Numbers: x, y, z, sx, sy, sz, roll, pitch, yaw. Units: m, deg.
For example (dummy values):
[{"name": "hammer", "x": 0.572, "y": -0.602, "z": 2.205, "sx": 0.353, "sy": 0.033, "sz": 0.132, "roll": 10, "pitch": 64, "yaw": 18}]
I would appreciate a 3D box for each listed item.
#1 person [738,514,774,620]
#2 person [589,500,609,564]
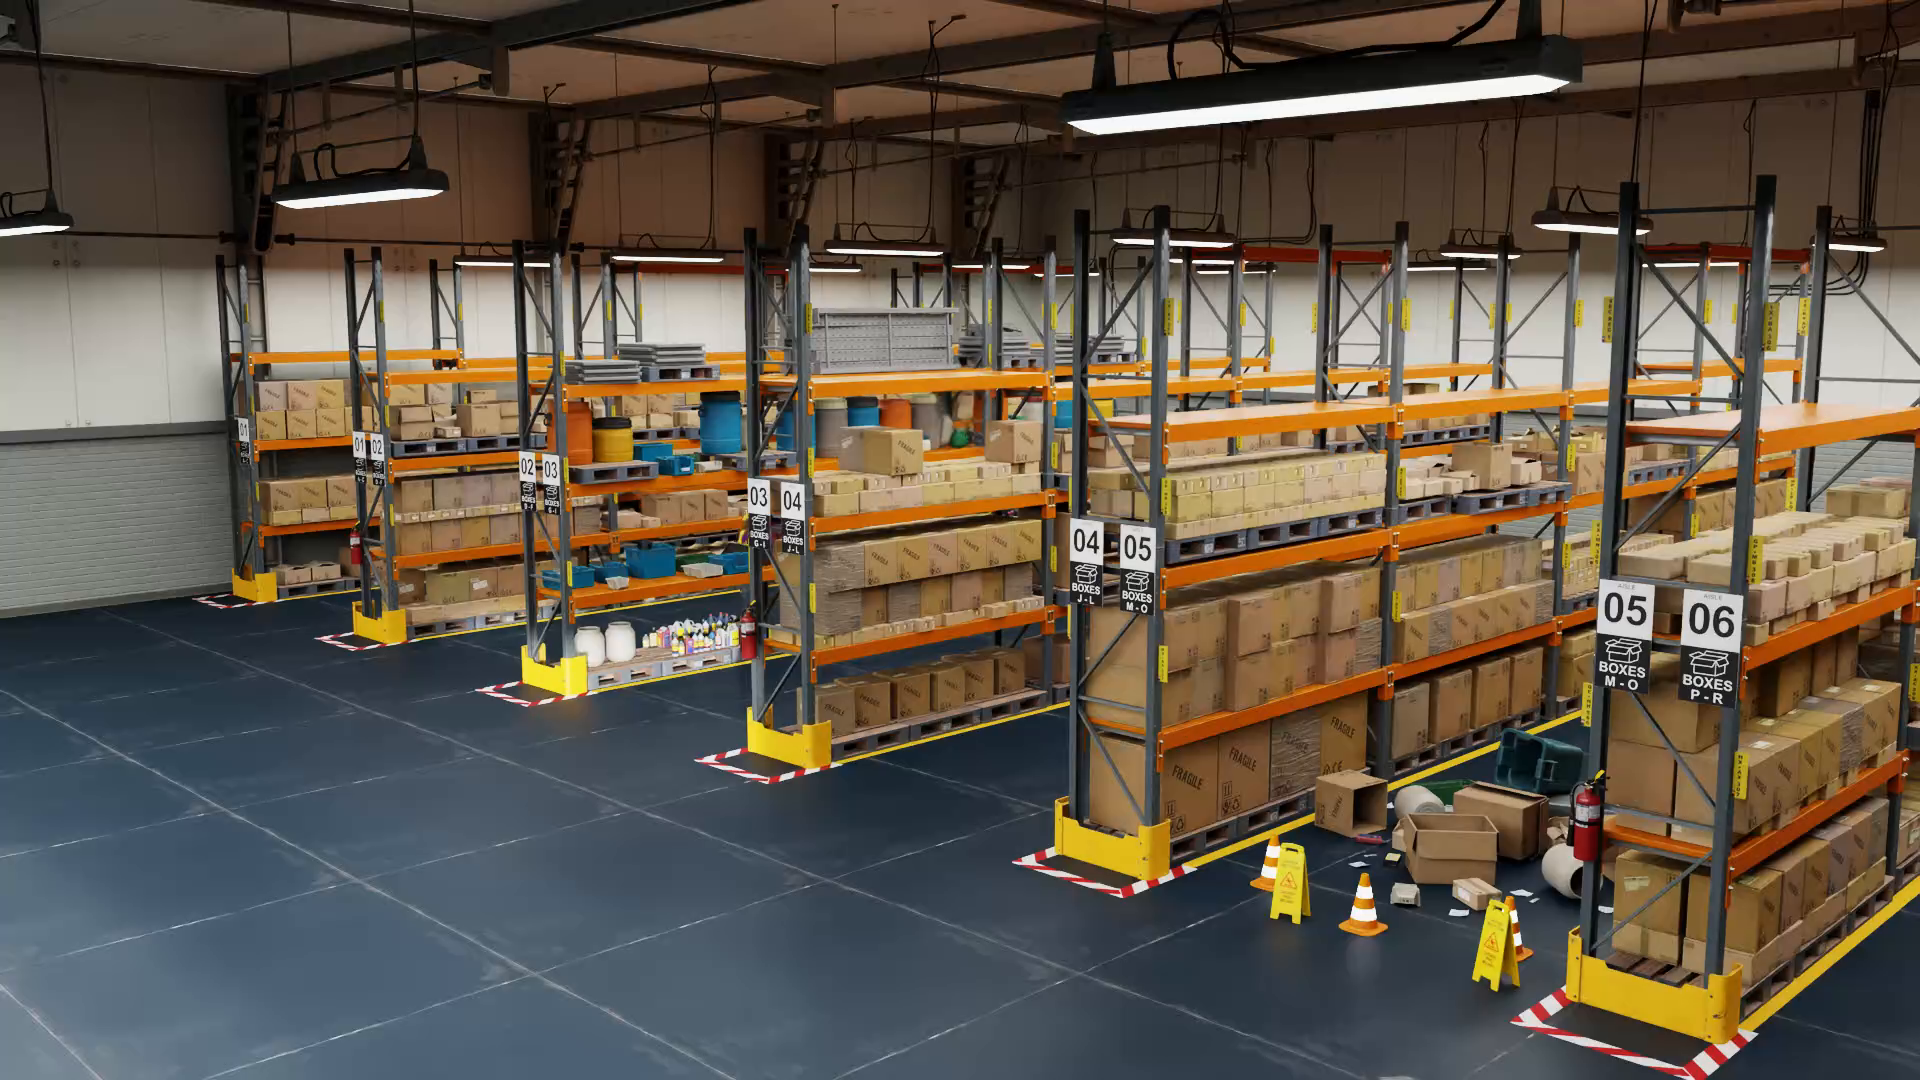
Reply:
[{"name": "person", "x": -3.323, "y": 0.430, "z": 26.851, "sx": 0.685, "sy": 1.744, "sz": 0.900, "roll": 7, "pitch": 11, "yaw": 40}, {"name": "person", "x": -6.551, "y": 0.038, "z": 30.446, "sx": 0.562, "sy": 1.655, "sz": 0.589, "roll": 5, "pitch": 10, "yaw": 33}]
